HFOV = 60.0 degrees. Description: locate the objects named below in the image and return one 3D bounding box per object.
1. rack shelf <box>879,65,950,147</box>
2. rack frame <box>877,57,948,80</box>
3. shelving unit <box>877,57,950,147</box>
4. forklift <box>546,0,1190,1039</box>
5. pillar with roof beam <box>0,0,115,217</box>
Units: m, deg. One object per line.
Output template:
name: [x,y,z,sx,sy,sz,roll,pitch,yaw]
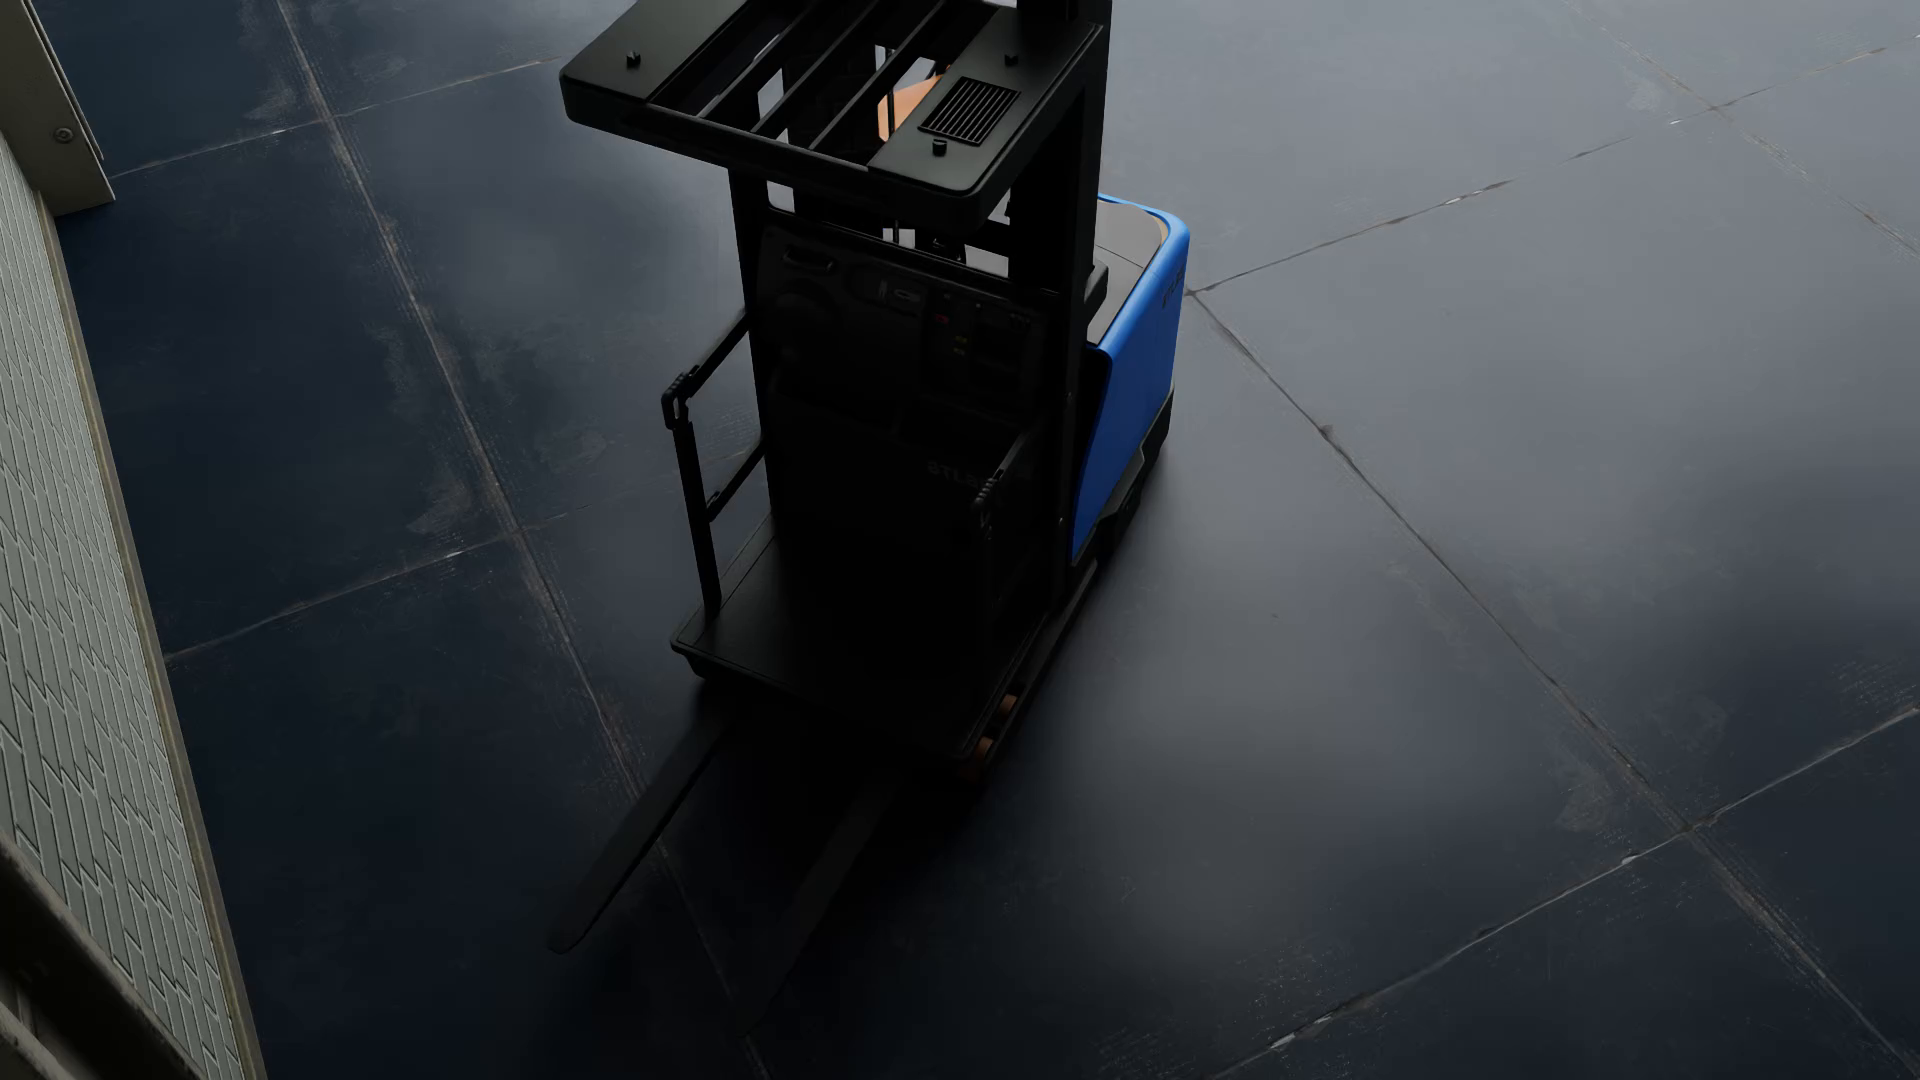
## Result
rack shelf: [0.011,-1.565,6.861,0.538,0.185,1.000,-26,54,-21]
rack frame: [-0.268,-2.003,7.005,0.500,1.500,0.032,-26,54,-21]
shelving unit: [0.006,-1.689,6.731,0.587,1.500,1.083,-26,54,-21]
forklift: [-0.270,-0.539,4.774,1.130,2.935,3.031,20,52,16]
pillar with roof beam: [-0.265,-6.079,5.589,9.100,9.000,0.400,-21,52,-18]
